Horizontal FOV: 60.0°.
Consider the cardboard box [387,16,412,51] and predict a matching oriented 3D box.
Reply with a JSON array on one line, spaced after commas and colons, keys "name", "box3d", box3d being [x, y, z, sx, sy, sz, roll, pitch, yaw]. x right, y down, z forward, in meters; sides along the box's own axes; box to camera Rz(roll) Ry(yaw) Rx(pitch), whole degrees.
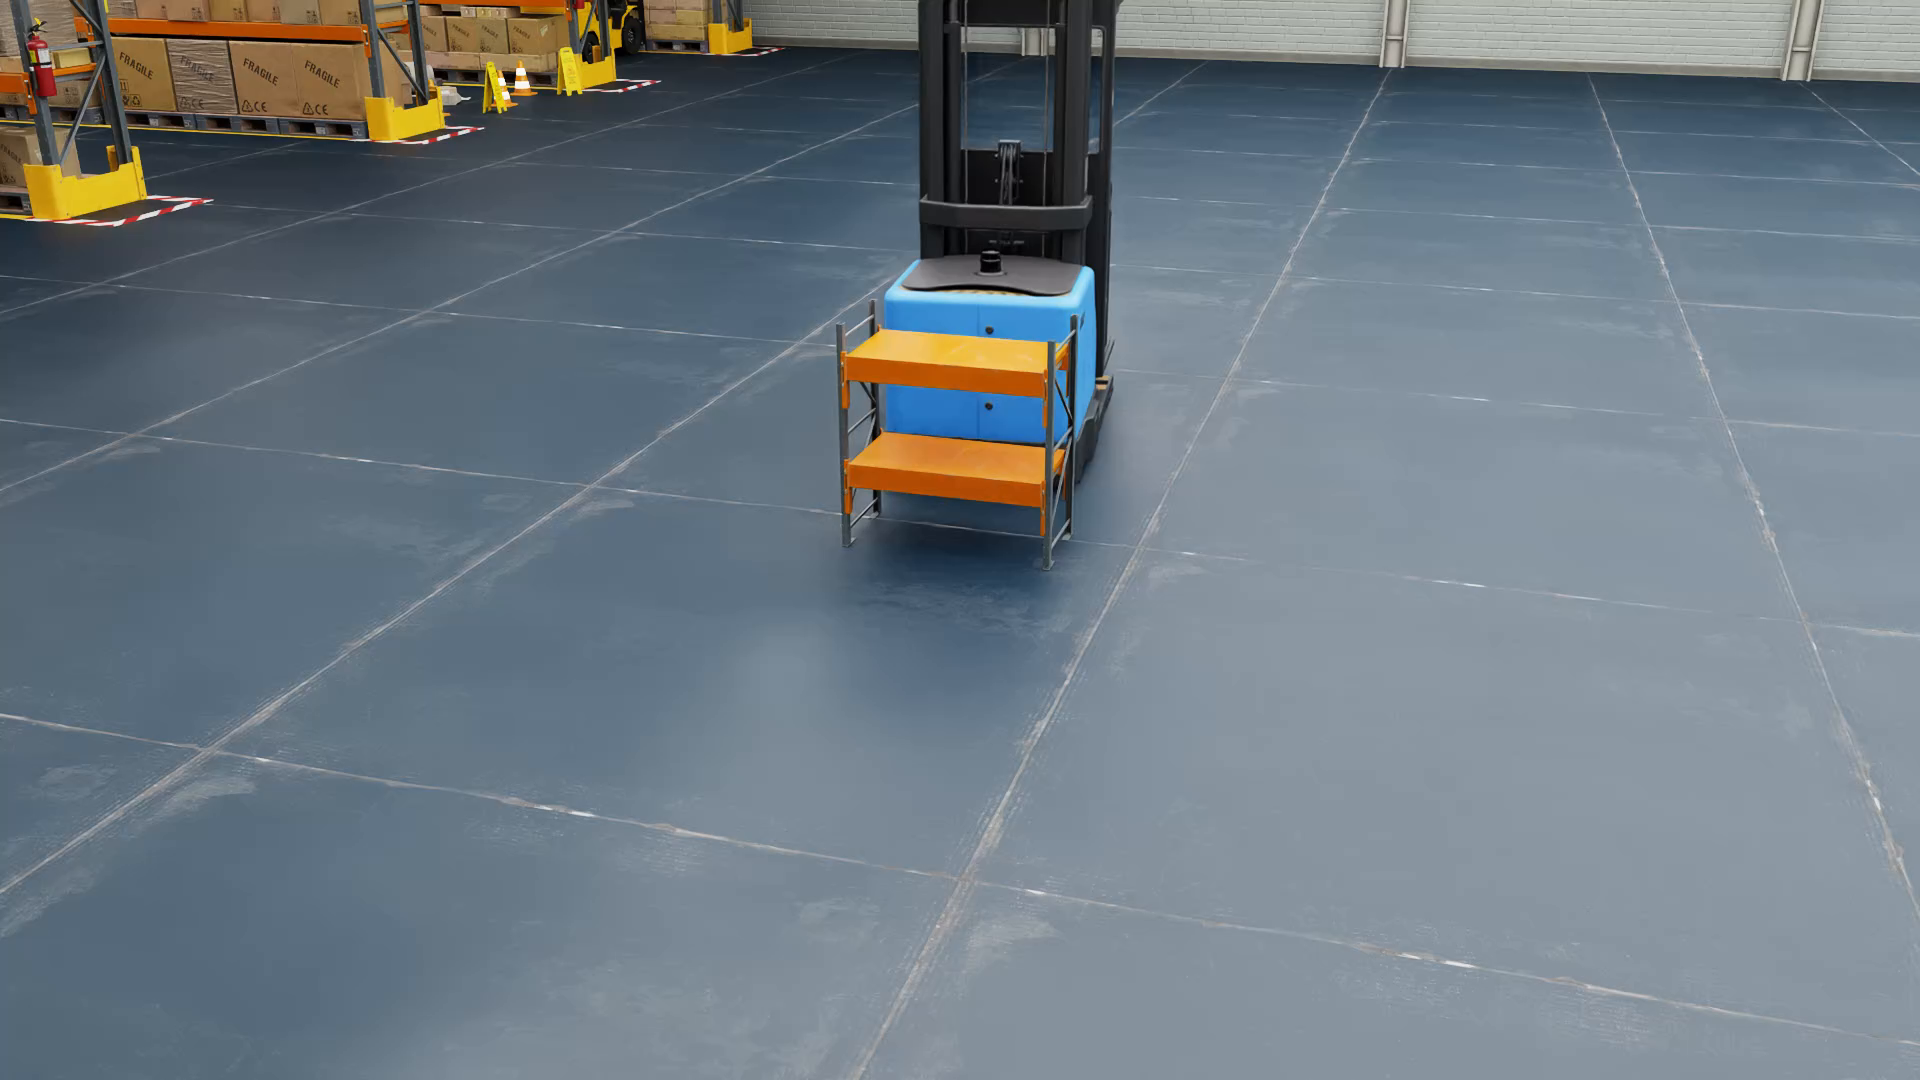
[{"name": "cardboard box", "box3d": [-8.307, -7.693, 25.153, 0.500, 0.500, 0.500, 8, 23, 18]}]

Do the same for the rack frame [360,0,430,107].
[{"name": "rack frame", "box3d": [-6.814, -6.393, 19.902, 0.127, 3.000, 1.000, 7, 23, 16]}]

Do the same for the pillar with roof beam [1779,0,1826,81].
[{"name": "pillar with roof beam", "box3d": [11.533, -9.648, 19.934, 0.400, 9.000, 9.100, 7, 23, 16]}]

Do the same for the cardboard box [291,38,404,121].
[{"name": "cardboard box", "box3d": [-7.482, -5.654, 20.349, 0.875, 0.875, 0.875, 7, 23, 16]}]

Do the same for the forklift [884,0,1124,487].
[{"name": "forklift", "box3d": [0.354, -2.160, 9.673, 1.130, 2.935, 3.031, 4, 23, 9]}]

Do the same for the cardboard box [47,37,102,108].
[{"name": "cardboard box", "box3d": [-11.263, -6.020, 21.405, 0.750, 0.750, 1.050, 6, 23, 15]}]

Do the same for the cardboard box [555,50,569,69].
[{"name": "cardboard box", "box3d": [-6.173, -7.313, 25.217, 0.500, 0.250, 0.500, 6, 23, 15]}]

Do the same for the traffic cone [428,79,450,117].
[{"name": "traffic cone", "box3d": [-6.912, -5.793, 21.784, 0.334, 0.463, 0.336, 7, 23, 16]}]

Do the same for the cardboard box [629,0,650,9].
[{"name": "cardboard box", "box3d": [-5.558, -9.434, 29.068, 0.500, 0.250, 0.500, 7, 23, 16]}]

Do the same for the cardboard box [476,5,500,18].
[{"name": "cardboard box", "box3d": [-6.933, -7.809, 24.582, 0.250, 0.149, 0.380, 7, 23, 16]}]

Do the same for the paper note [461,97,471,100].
[{"name": "paper note", "box3d": [-6.960, -6.209, 23.367, 0.142, 0.019, 0.148, -1, 22, -3]}]

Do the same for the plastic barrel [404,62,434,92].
[{"name": "plastic barrel", "box3d": [-7.895, -6.687, 24.014, 0.512, 0.421, 0.421, -14, 26, -30]}]

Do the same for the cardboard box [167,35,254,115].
[{"name": "cardboard box", "box3d": [-9.197, -5.851, 20.827, 0.875, 0.875, 0.875, 7, 23, 16]}]

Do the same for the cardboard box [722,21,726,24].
[{"name": "cardboard box", "box3d": [-4.464, -9.053, 29.458, 0.500, 0.250, 0.500, 7, 23, 16]}]

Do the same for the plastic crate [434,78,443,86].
[{"name": "plastic crate", "box3d": [-8.044, -6.820, 24.791, 0.583, 0.080, 0.402, -1, 22, -3]}]

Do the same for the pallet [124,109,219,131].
[{"name": "pallet", "box3d": [-9.938, -5.429, 21.228, 1.213, 0.211, 1.003, 7, 23, 15]}]

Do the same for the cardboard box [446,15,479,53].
[{"name": "cardboard box", "box3d": [-7.305, -7.578, 24.874, 0.500, 0.500, 0.500, 6, 23, 14]}]

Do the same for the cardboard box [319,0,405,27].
[{"name": "cardboard box", "box3d": [-7.182, -6.486, 19.933, 0.550, 0.550, 0.875, 7, 23, 16]}]

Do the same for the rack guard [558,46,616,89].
[{"name": "rack guard", "box3d": [-5.553, -7.054, 24.809, 0.348, 0.500, 1.175, 7, 23, 16]}]

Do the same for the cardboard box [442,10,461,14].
[{"name": "cardboard box", "box3d": [-7.690, -7.832, 25.493, 0.500, 0.500, 0.500, 8, 24, 18]}]

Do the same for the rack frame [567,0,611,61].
[{"name": "rack frame", "box3d": [-5.480, -8.202, 24.314, 0.127, 3.000, 1.000, 7, 23, 16]}]

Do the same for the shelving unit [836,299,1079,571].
[{"name": "shelving unit", "box3d": [-0.006, -0.521, 8.058, 1.048, 1.125, 0.538, 7, 23, 16]}]

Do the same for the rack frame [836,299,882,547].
[{"name": "rack frame", "box3d": [-0.493, -0.577, 8.194, 0.032, 1.125, 0.500, 7, 23, 16]}]

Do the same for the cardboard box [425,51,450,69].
[{"name": "cardboard box", "box3d": [-7.800, -7.289, 25.156, 0.500, 0.250, 0.500, 6, 23, 15]}]

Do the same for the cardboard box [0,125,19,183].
[{"name": "cardboard box", "box3d": [-9.518, -3.767, 16.242, 0.500, 0.500, 0.500, 13, 26, 29]}]

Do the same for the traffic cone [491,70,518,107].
[{"name": "traffic cone", "box3d": [-6.260, -6.167, 22.694, 0.334, 0.463, 0.336, 7, 23, 16]}]

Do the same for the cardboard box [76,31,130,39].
[{"name": "cardboard box", "box3d": [-13.777, -8.397, 27.034, 0.875, 0.875, 0.875, 6, 23, 15]}]

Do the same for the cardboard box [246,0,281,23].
[{"name": "cardboard box", "box3d": [-8.215, -6.646, 20.322, 0.550, 0.550, 0.875, 7, 23, 16]}]

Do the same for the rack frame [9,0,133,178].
[{"name": "rack frame", "box3d": [-8.343, -4.602, 15.536, 0.127, 3.000, 1.000, 7, 23, 16]}]

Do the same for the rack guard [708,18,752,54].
[{"name": "rack guard", "box3d": [-4.027, -8.847, 29.179, 0.348, 0.500, 1.175, 7, 23, 16]}]

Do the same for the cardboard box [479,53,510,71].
[{"name": "cardboard box", "box3d": [-6.826, -7.175, 24.879, 0.500, 0.250, 0.500, 7, 23, 16]}]

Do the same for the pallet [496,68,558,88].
[{"name": "pallet", "box3d": [-6.321, -7.022, 25.112, 1.213, 0.211, 1.003, 7, 23, 16]}]

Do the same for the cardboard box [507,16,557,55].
[{"name": "cardboard box", "box3d": [-6.323, -7.465, 24.597, 0.500, 0.500, 0.500, 7, 23, 16]}]

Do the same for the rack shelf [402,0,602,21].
[{"name": "rack shelf", "box3d": [-7.395, -8.089, 24.985, 4.000, 0.370, 1.077, 7, 23, 16]}]

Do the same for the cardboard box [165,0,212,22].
[{"name": "cardboard box", "box3d": [-9.270, -6.711, 20.479, 0.550, 0.550, 0.875, 7, 23, 16]}]

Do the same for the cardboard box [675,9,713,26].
[{"name": "cardboard box", "box3d": [-4.607, -9.099, 28.912, 0.500, 0.250, 0.500, 6, 23, 15]}]

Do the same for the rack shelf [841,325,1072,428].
[{"name": "rack shelf", "box3d": [-0.006, -0.792, 7.947, 1.000, 0.278, 0.538, 7, 23, 16]}]

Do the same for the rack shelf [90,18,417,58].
[{"name": "rack shelf", "box3d": [-8.728, -6.279, 20.573, 4.000, 0.370, 1.077, 7, 23, 16]}]

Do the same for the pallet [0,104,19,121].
[{"name": "pallet", "box3d": [-12.575, -5.731, 21.964, 1.213, 0.211, 1.003, 7, 23, 16]}]

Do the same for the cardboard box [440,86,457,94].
[{"name": "cardboard box", "box3d": [-7.318, -6.293, 23.416, 0.380, 0.149, 0.250, -20, 29, -39]}]

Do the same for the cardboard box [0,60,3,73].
[{"name": "cardboard box", "box3d": [-8.915, -4.469, 15.545, 0.250, 0.149, 0.380, 7, 23, 16]}]

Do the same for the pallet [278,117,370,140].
[{"name": "pallet", "box3d": [-7.602, -5.162, 20.576, 1.213, 0.211, 1.003, 7, 23, 15]}]

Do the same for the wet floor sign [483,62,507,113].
[{"name": "wet floor sign", "box3d": [-6.214, -6.020, 22.095, 0.232, 0.644, 0.267, 3, 22, 6]}]

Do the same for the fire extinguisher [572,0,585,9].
[{"name": "fire extinguisher", "box3d": [-5.504, -7.987, 23.890, 0.183, 0.674, 0.296, 7, 23, 16]}]

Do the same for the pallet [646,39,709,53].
[{"name": "pallet", "box3d": [-4.794, -8.785, 29.408, 1.213, 0.211, 1.003, 7, 23, 16]}]

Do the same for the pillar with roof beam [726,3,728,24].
[{"name": "pillar with roof beam", "box3d": [-5.700, -11.621, 24.744, 0.400, 9.000, 9.100, 7, 23, 16]}]

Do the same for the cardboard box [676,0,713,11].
[{"name": "cardboard box", "box3d": [-4.581, -9.328, 28.811, 0.500, 0.250, 0.500, 7, 23, 17]}]

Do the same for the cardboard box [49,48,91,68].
[{"name": "cardboard box", "box3d": [-8.547, -4.603, 15.871, 0.250, 0.149, 0.380, 7, 23, 16]}]

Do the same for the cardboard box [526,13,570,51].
[{"name": "cardboard box", "box3d": [-6.196, -7.663, 25.080, 0.500, 0.500, 0.500, 6, 23, 14]}]

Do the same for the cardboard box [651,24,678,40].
[{"name": "cardboard box", "box3d": [-5.065, -8.923, 29.141, 0.500, 0.250, 0.500, 7, 23, 15]}]

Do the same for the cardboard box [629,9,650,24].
[{"name": "cardboard box", "box3d": [-5.584, -9.207, 29.175, 0.500, 0.250, 0.500, 6, 23, 14]}]

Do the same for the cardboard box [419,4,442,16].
[{"name": "cardboard box", "box3d": [-7.970, -7.928, 24.871, 0.250, 0.149, 0.380, 8, 24, 19]}]

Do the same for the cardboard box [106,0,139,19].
[{"name": "cardboard box", "box3d": [-10.286, -6.865, 20.855, 0.550, 0.550, 0.875, 7, 23, 16]}]
